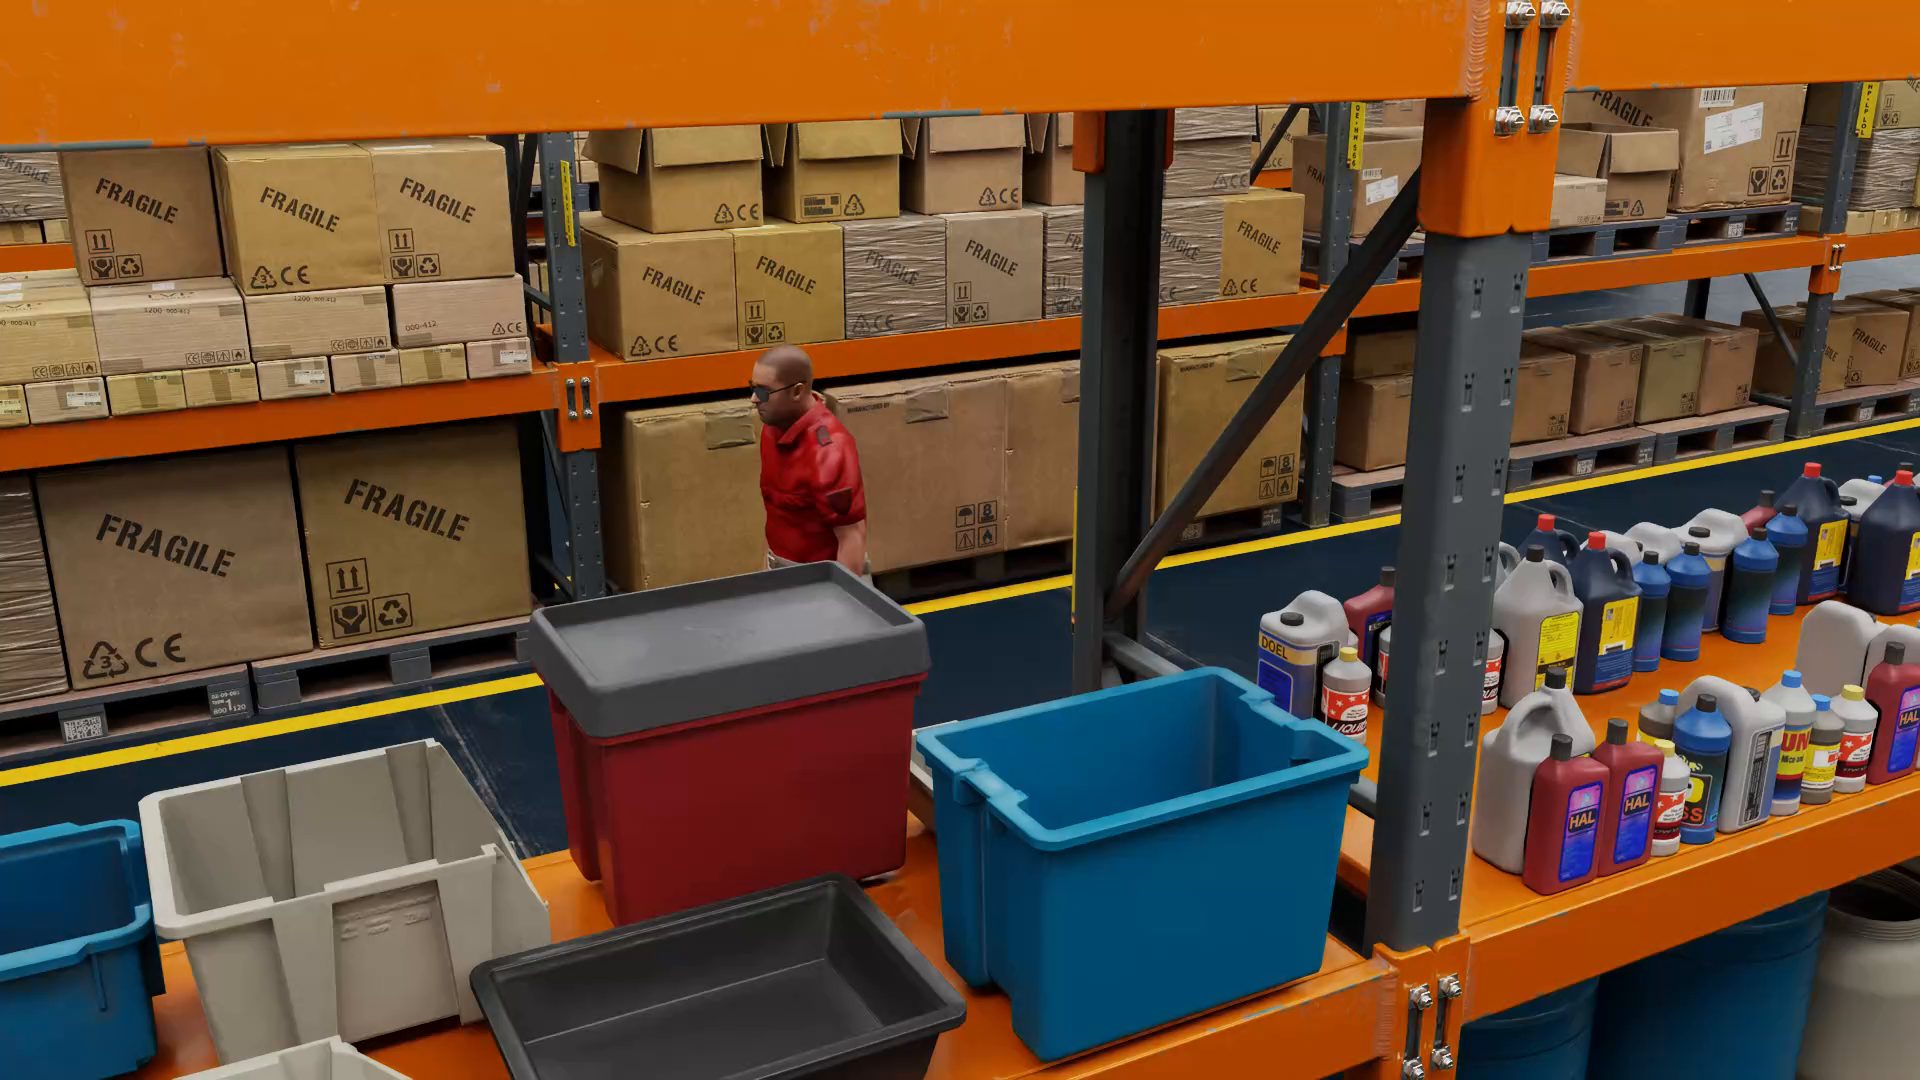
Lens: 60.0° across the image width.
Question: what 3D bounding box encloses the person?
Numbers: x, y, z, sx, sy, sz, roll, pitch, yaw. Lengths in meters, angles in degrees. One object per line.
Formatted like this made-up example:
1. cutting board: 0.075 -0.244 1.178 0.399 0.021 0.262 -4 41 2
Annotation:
1. person: -0.503 0.194 5.494 0.389 1.726 0.588 -10 21 -27
